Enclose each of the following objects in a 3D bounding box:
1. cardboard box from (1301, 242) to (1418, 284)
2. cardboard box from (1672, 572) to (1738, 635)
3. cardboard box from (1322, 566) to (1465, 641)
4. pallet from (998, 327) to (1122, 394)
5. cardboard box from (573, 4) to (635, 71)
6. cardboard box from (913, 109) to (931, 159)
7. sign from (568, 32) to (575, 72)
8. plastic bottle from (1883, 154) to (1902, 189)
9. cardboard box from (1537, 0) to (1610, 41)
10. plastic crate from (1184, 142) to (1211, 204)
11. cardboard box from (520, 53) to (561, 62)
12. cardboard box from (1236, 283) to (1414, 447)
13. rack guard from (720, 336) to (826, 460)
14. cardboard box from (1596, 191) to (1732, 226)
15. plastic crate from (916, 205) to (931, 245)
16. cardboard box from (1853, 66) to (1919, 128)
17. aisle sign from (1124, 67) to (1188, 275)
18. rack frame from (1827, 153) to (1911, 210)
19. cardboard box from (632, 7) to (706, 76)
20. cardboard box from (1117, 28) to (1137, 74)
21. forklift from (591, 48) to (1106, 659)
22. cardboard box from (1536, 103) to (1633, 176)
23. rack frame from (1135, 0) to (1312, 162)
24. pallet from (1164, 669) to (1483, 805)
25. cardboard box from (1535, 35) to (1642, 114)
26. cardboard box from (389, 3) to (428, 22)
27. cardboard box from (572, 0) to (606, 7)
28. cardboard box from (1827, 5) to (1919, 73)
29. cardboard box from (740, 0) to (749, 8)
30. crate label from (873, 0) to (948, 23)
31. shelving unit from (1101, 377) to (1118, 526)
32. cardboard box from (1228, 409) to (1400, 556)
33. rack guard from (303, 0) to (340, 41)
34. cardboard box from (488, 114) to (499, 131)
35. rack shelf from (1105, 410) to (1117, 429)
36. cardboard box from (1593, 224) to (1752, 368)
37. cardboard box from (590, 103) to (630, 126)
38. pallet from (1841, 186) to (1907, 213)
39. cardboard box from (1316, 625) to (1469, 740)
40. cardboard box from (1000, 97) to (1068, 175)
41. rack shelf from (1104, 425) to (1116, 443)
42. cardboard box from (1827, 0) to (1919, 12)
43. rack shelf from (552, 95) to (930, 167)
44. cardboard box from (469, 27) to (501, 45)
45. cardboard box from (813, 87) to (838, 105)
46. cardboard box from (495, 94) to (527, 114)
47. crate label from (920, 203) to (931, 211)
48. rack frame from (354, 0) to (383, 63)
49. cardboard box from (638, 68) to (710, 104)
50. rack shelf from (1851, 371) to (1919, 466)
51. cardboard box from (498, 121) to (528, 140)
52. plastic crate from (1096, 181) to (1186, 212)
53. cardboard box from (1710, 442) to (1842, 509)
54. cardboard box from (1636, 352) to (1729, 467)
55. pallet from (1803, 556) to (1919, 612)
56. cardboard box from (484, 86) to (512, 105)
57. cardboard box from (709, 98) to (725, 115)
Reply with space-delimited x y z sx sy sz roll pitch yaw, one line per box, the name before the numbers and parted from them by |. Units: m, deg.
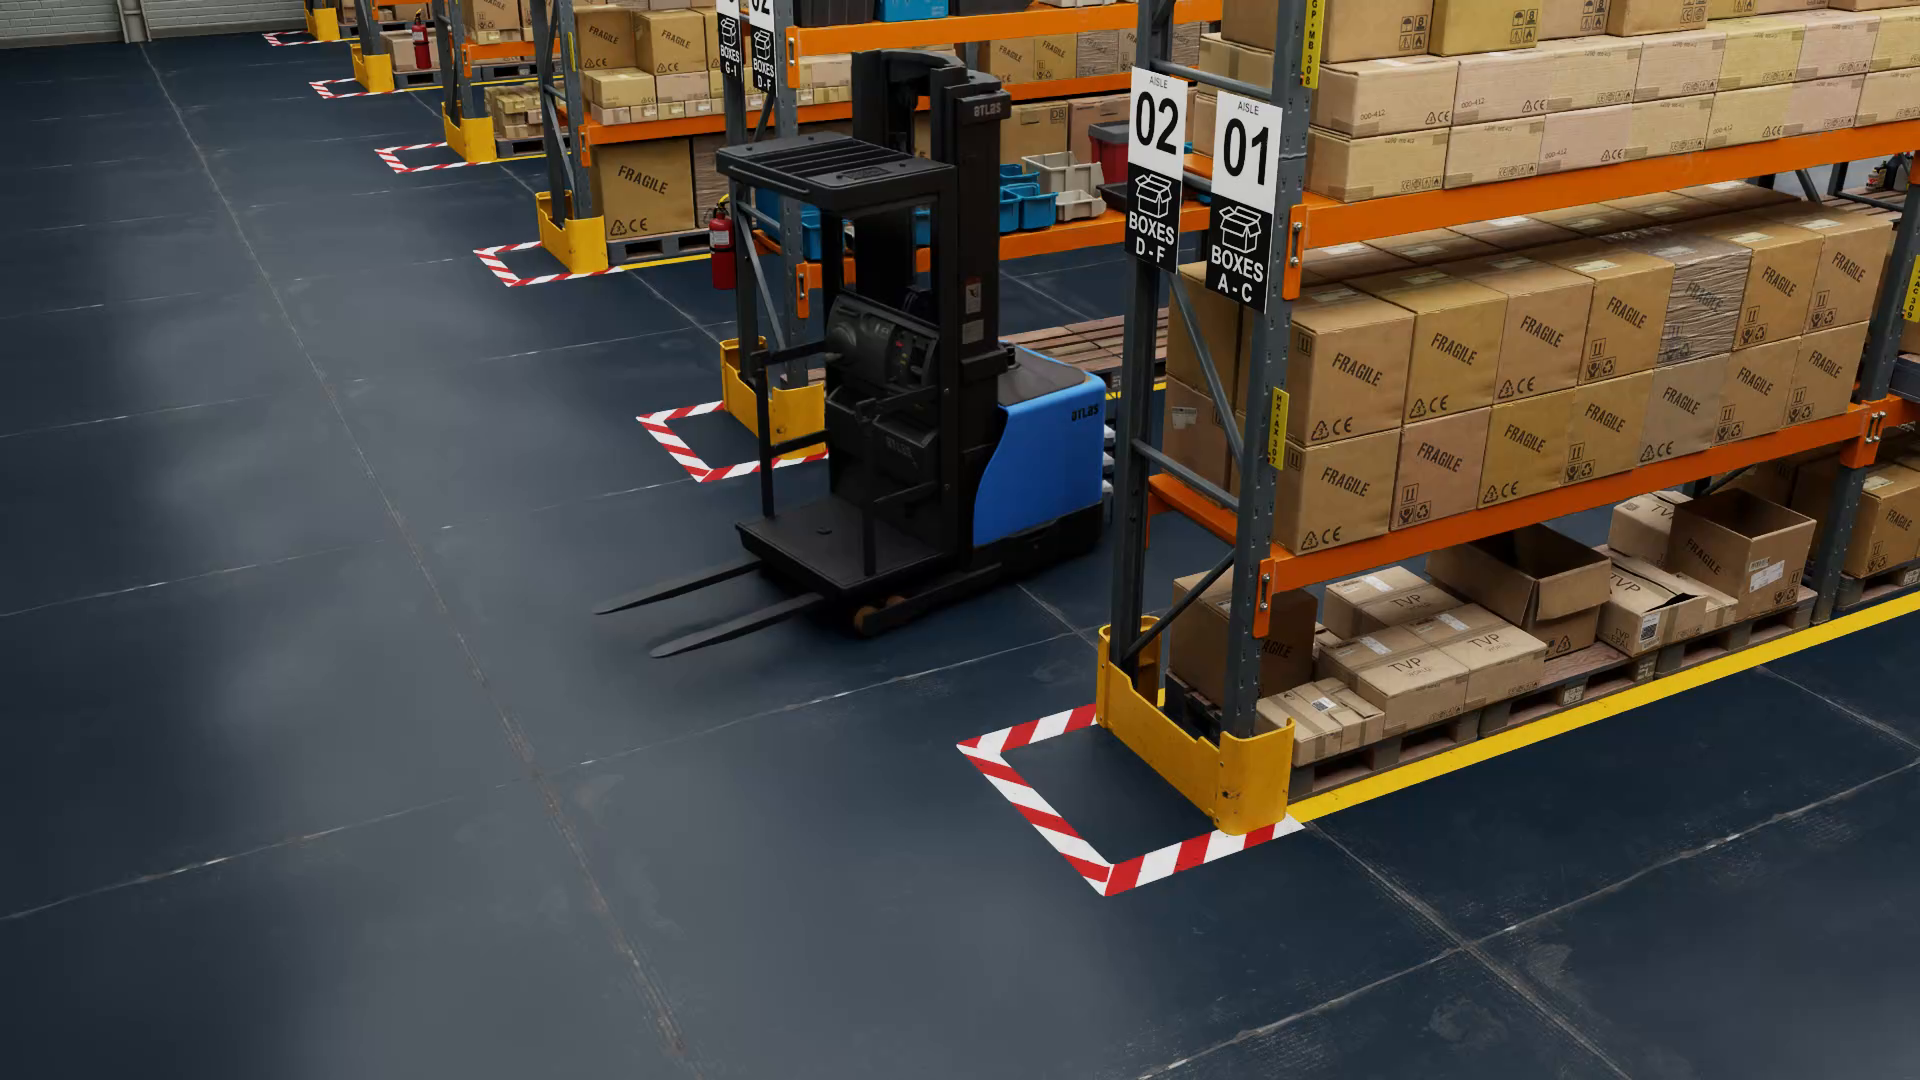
cardboard box | 1.723 -1.057 7.656 0.500 0.500 0.500 -12 28 -24
cardboard box | 3.872 0.334 8.816 0.250 0.149 0.380 -13 29 -25
cardboard box | 2.230 0.392 8.577 0.500 0.250 0.500 -13 29 -25
pallet | 0.508 -1.298 12.650 1.213 0.211 1.003 -13 29 -25
cardboard box | -3.338 -4.650 15.374 0.500 0.500 0.500 -13 28 -24
cardboard box | -0.735 -3.989 17.002 0.875 0.875 0.875 -13 29 -25
sign | -3.388 -4.259 14.504 0.005 0.325 0.100 -13 29 -25
plastic bottle | 9.708 -3.844 17.284 0.185 0.351 0.144 -14 29 -26
cardboard box | 2.332 -2.433 7.057 0.500 0.500 0.700 -13 29 -25
plastic crate | 1.965 -2.764 12.431 0.575 0.384 0.392 -13 29 -25
cardboard box | -6.172 -7.411 24.635 0.875 0.438 0.875 -14 29 -27
cardboard box | 1.530 -0.748 7.012 0.500 0.500 0.500 -12 28 -24
rack guard | -1.329 -1.018 11.734 0.348 0.500 1.175 -13 29 -25
cardboard box | 3.540 -1.479 8.535 0.500 0.500 0.500 -14 29 -27
plastic crate | -0.360 -2.165 11.359 0.300 0.233 0.416 -13 29 -25
cardboard box | 4.240 -2.161 7.934 0.500 0.250 0.500 -13 29 -25
aisle sign | 0.810 -1.537 6.924 0.004 0.787 0.394 -13 29 -25
rack frame | 9.275 -4.599 16.304 0.127 3.000 1.000 -13 29 -25
cardboard box | -2.652 -4.547 15.160 0.500 0.500 0.500 -14 29 -26
cardboard box | 1.747 -5.216 17.474 0.500 0.500 0.500 -12 28 -24
forklift | -0.594 -1.049 8.989 3.031 2.935 1.130 -20 32 -35
cardboard box | 2.475 -1.754 7.086 0.500 0.250 0.500 -13 29 -25
rack frame | 1.014 -2.967 5.973 0.127 3.000 1.000 -13 29 -25
pallet | 1.784 0.817 8.246 1.213 0.211 1.003 -13 29 -25
cardboard box | 2.473 -1.981 6.981 0.500 0.250 0.500 -13 29 -25
cardboard box | -9.289 -9.036 27.948 0.500 0.500 0.700 -12 28 -23
cardboard box | -4.464 -6.340 19.471 0.500 0.500 0.500 -13 28 -24
cardboard box | 4.242 -2.384 7.821 0.500 0.250 0.500 -13 29 -25
cardboard box | -2.653 -6.749 20.322 0.500 0.500 0.500 -13 29 -25
crate label | -0.347 -3.504 10.731 0.502 0.251 0.408 -13 29 -25
shelving unit | 0.810 -0.528 10.250 0.210 0.900 0.258 -9 27 -18
cardboard box | 1.530 -0.297 7.228 0.500 0.500 0.500 -12 28 -24
rack guard | -10.579 -8.615 27.556 0.348 0.500 1.175 -13 29 -25
cardboard box | -5.523 -5.052 20.057 0.250 0.149 0.380 -12 28 -24
rack shelf | 0.810 -0.741 10.148 0.200 0.077 0.258 -9 27 -18
cardboard box | 3.324 -1.163 7.877 0.500 0.500 0.500 -13 28 -25
cardboard box | -3.176 -3.879 15.095 0.250 0.149 0.380 -13 28 -25
pallet | 9.887 -3.463 17.159 1.213 0.211 1.003 -13 29 -25
cardboard box | 2.069 0.675 7.989 0.500 0.250 0.500 -13 29 -25
cardboard box | 0.441 -4.230 17.506 0.875 0.875 1.225 -13 29 -25
rack shelf | 0.810 -0.660 10.187 0.200 0.077 0.258 -9 27 -18
cardboard box | 4.132 -2.811 7.844 0.500 0.500 0.700 -13 29 -25
rack shelf | -1.879 -4.129 16.157 4.000 0.370 1.077 -13 29 -25
cardboard box | -5.449 -5.789 19.072 0.250 0.149 0.380 -13 29 -26
cardboard box | -1.363 -4.299 15.969 0.250 0.149 0.380 -13 29 -26
cardboard box | -5.267 -5.110 19.491 0.250 0.149 0.380 -14 29 -27
crate label | -0.182 -2.418 11.996 0.243 0.136 0.396 -13 29 -25
rack frame | -8.307 -7.831 23.036 0.127 3.000 1.000 -13 29 -25
cardboard box | -2.638 -4.216 15.336 0.500 0.250 0.500 -13 29 -26
rack shelf | 6.308 -1.160 9.972 4.000 0.370 1.077 -13 29 -25
cardboard box | -5.276 -4.850 19.635 0.250 0.149 0.380 -12 28 -24
plastic crate | 1.355 -2.542 12.268 0.590 0.125 0.437 -13 29 -25
cardboard box | 4.844 -0.358 9.851 0.500 0.500 0.500 -13 29 -25
cardboard box | 3.317 -0.711 8.091 0.500 0.500 0.500 -12 28 -24
pallet | 5.244 0.000 9.947 1.213 0.211 1.003 -13 29 -25
cardboard box | -5.541 -5.338 19.965 0.250 0.149 0.380 -13 28 -25
cardboard box | -2.270 -4.089 15.533 0.250 0.149 0.380 -14 29 -26
